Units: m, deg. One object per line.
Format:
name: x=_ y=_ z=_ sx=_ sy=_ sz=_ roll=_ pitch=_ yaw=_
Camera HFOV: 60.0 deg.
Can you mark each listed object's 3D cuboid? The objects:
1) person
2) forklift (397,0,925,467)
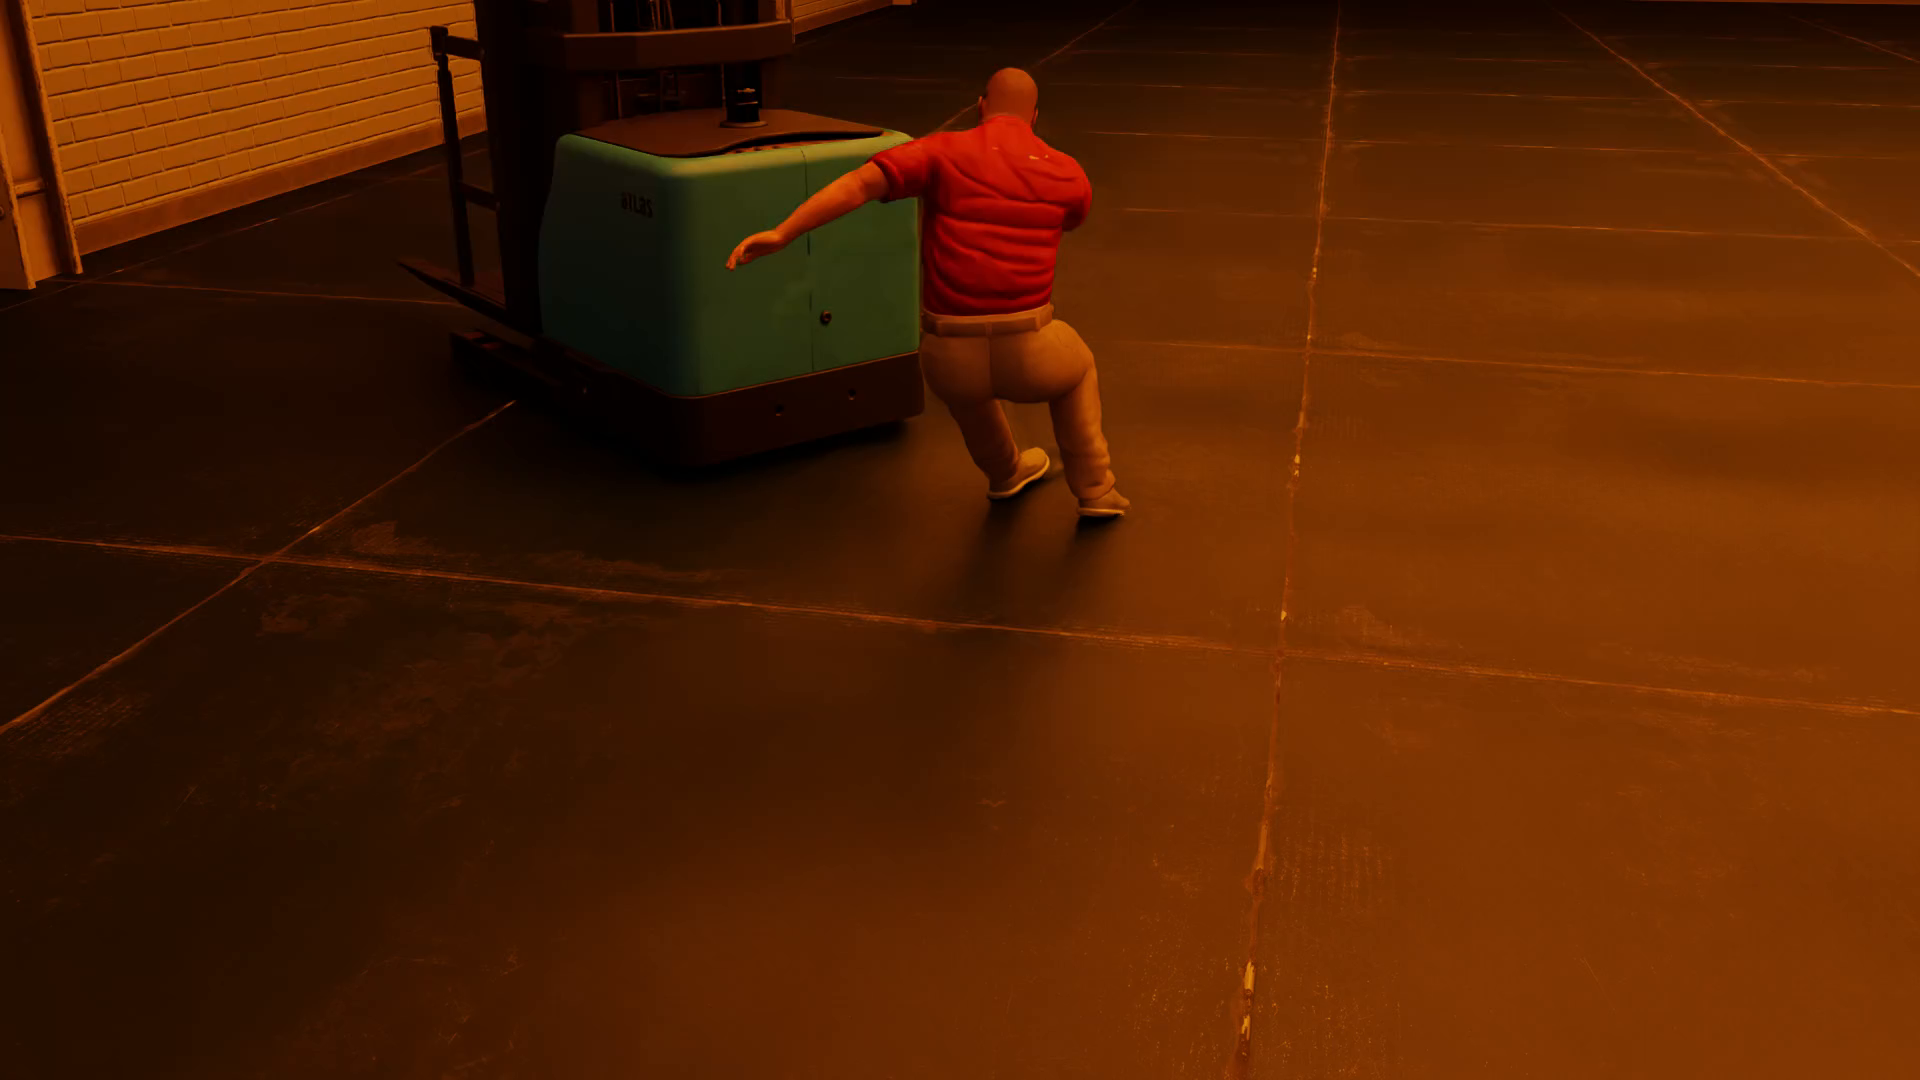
person: x=-0.039 y=-0.673 z=5.020 sx=1.215 sy=1.447 sz=0.938 roll=0 pitch=22 yaw=-1
forklift: x=-1.436 y=-2.092 z=6.397 sx=1.130 sy=2.935 sz=3.031 roll=-17 pitch=27 yaw=-35
